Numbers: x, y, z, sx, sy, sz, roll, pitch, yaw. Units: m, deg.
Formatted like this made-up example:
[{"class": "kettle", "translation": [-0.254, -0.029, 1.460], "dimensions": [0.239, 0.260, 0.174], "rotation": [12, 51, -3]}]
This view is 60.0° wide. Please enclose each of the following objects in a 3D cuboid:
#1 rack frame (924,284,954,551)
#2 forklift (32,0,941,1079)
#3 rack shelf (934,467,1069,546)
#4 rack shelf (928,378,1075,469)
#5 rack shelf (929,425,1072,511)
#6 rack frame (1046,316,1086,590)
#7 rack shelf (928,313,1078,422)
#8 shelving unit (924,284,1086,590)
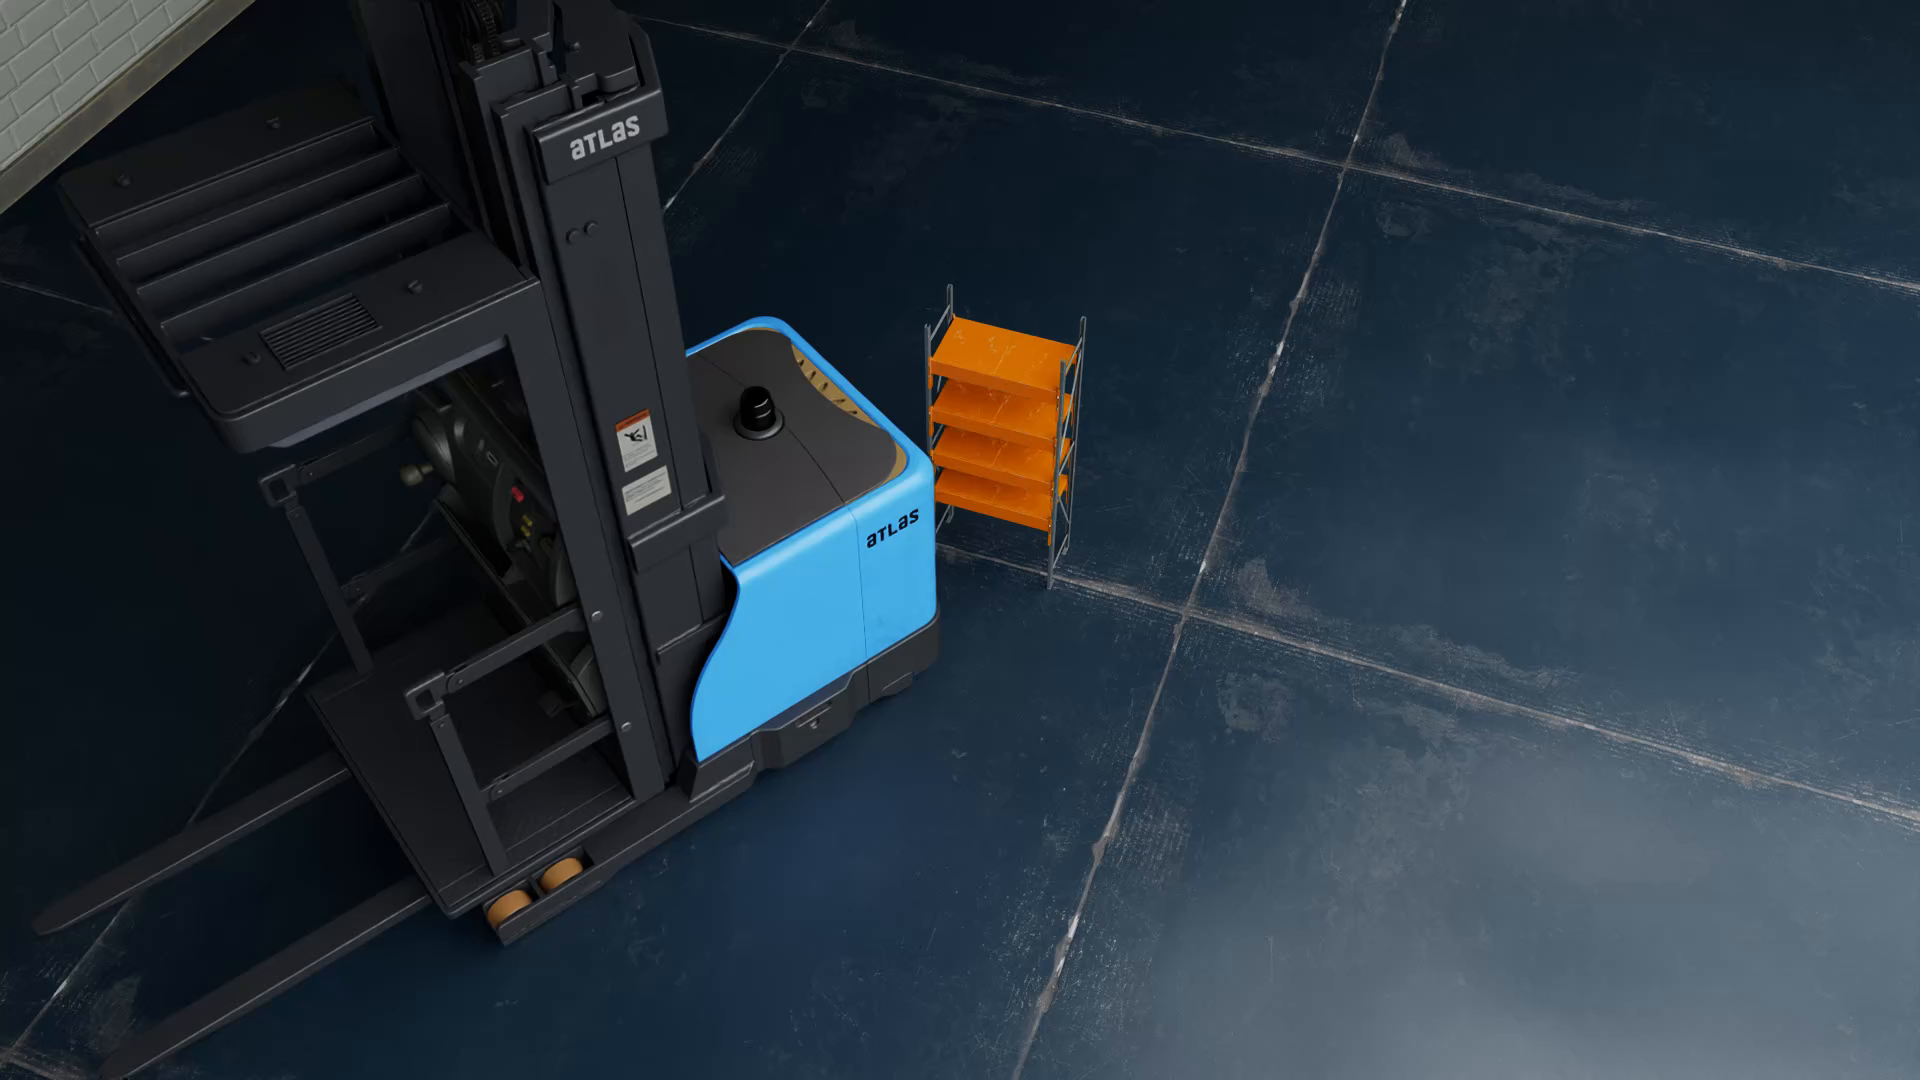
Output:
[{"class": "rack frame", "translation": [-0.074, -0.414, 6.181], "dimensions": [0.015, 1.200, 0.240], "rotation": [16, 51, 13]}, {"class": "forklift", "translation": [-1.545, -0.106, 4.769], "dimensions": [3.031, 2.935, 1.130], "rotation": [-30, 56, -24]}, {"class": "rack shelf", "translation": [0.155, -0.176, 6.326], "dimensions": [0.480, 0.148, 0.258], "rotation": [16, 51, 13]}, {"class": "rack shelf", "translation": [0.155, -0.452, 6.007], "dimensions": [0.480, 0.148, 0.258], "rotation": [16, 51, 13]}, {"class": "rack shelf", "translation": [0.155, -0.306, 6.176], "dimensions": [0.480, 0.148, 0.258], "rotation": [16, 51, 13]}, {"class": "rack frame", "translation": [0.384, -0.286, 6.070], "dimensions": [0.015, 1.200, 0.240], "rotation": [16, 51, 13]}, {"class": "rack shelf", "translation": [0.155, -0.607, 5.829], "dimensions": [0.480, 0.148, 0.258], "rotation": [16, 51, 13]}, {"class": "shelving unit", "translation": [0.155, -0.350, 6.126], "dimensions": [0.503, 1.200, 0.258], "rotation": [16, 51, 13]}]
